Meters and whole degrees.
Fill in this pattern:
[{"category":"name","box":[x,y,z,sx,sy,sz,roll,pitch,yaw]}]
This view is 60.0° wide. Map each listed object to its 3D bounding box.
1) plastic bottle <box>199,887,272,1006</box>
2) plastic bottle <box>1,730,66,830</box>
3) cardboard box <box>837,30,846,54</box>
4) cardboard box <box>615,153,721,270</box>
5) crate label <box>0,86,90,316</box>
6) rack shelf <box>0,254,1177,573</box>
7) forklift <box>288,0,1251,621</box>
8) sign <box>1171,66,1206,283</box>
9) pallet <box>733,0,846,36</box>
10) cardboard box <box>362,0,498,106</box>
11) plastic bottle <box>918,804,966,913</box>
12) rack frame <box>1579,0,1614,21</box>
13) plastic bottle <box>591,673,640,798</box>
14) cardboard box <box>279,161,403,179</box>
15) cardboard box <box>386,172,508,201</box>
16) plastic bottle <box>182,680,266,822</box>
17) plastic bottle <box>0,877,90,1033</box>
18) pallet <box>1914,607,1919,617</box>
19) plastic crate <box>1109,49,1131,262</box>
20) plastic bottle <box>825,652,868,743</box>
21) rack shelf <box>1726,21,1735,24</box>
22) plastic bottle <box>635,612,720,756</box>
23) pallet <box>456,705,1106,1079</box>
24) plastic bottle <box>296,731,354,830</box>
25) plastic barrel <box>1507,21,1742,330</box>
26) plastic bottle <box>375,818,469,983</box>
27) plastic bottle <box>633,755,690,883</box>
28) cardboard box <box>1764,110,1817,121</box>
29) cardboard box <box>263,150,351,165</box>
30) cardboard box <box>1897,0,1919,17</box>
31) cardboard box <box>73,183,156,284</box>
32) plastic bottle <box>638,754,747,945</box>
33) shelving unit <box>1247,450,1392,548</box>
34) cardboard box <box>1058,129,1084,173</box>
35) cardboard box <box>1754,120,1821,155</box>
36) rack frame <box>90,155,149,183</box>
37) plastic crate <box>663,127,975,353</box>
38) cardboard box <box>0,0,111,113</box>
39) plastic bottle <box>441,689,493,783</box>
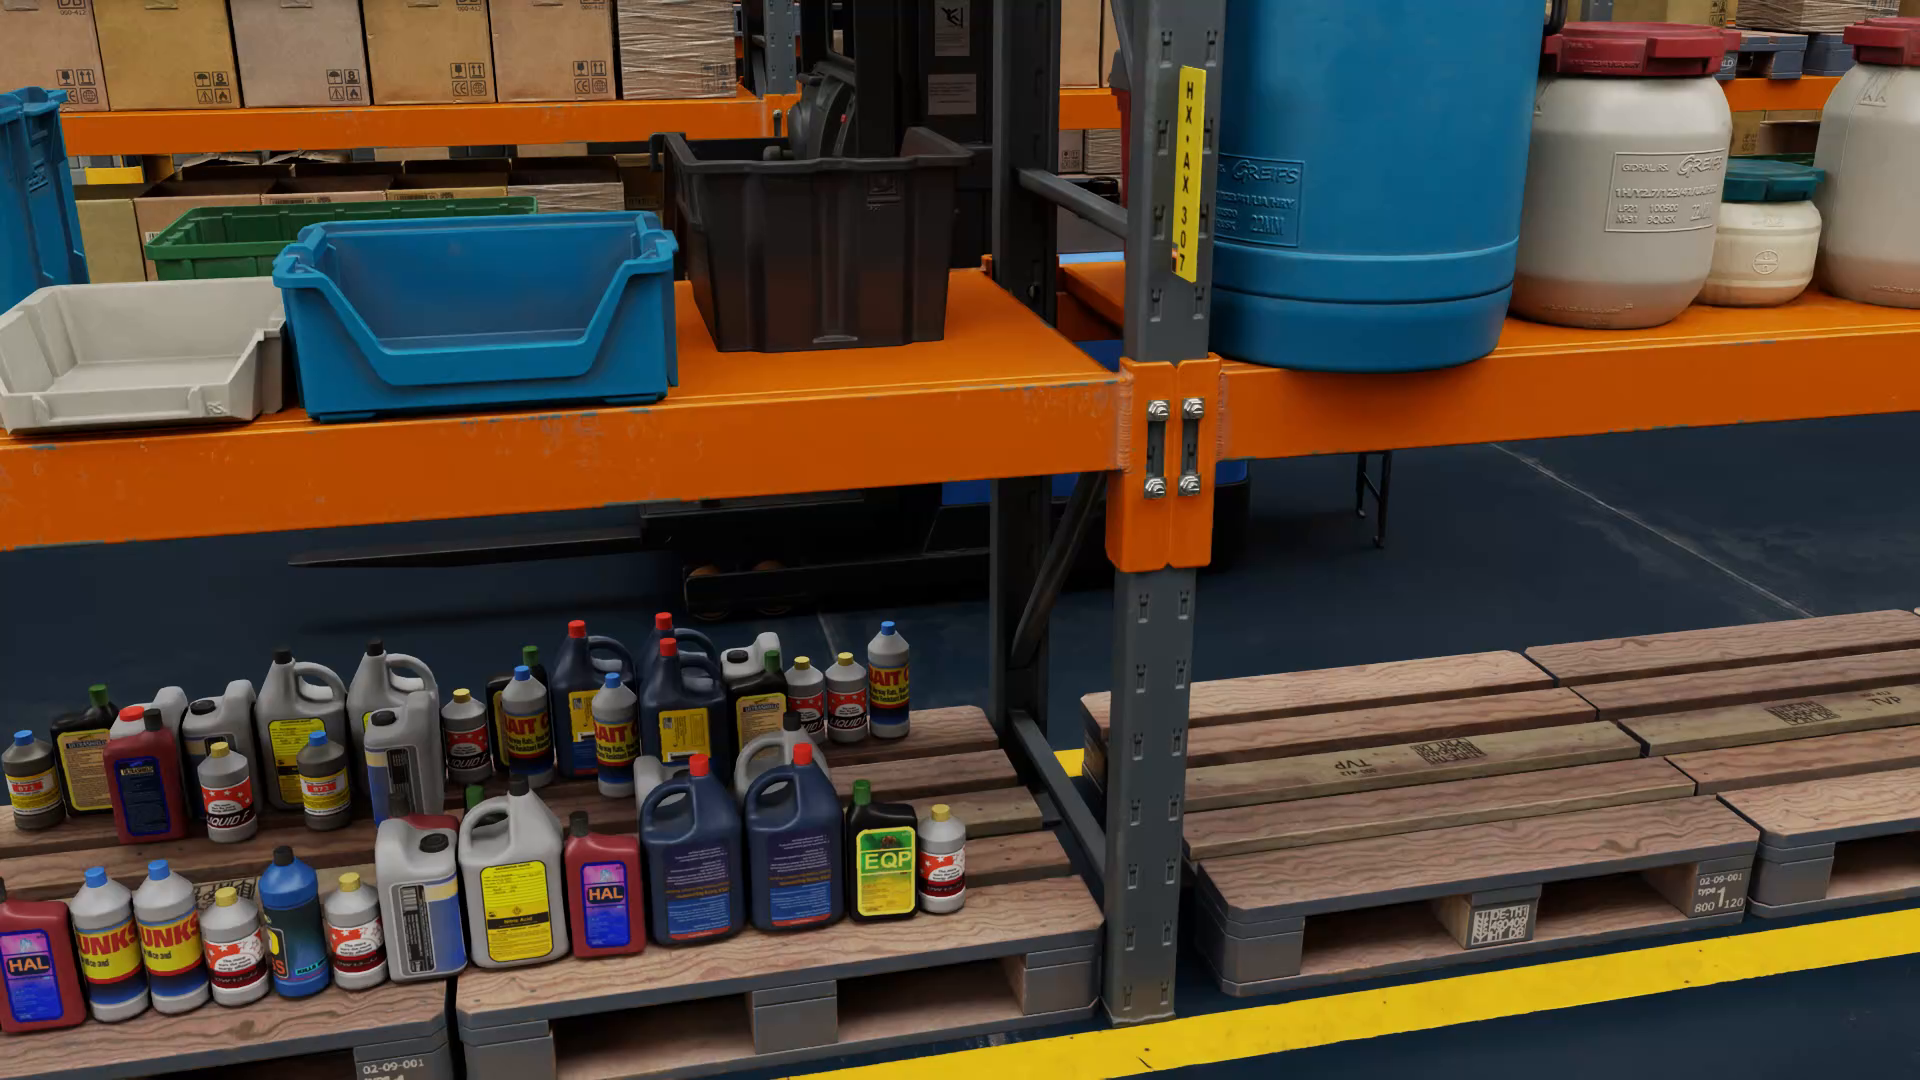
[{"category":"plastic bottle","box":[-1.285,0.710,2.943,0.097,0.201,0.097,0,20,0]},{"category":"plastic bottle","box":[-1.962,0.500,3.517,0.097,0.201,0.097,0,20,0]},{"category":"cardboard box","box":[-0.423,-2.273,7.877,0.500,0.250,0.500,-3,20,-9]},{"category":"cardboard box","box":[-1.415,-1.616,8.163,0.500,0.500,0.500,-5,21,-12]},{"category":"crate label","box":[-1.920,-0.568,2.952,0.616,0.435,0.502,-5,21,-12]},{"category":"rack shelf","box":[-1.702,-0.136,2.869,4.000,0.370,1.077,-5,21,-12]},{"category":"forklift","box":[-0.613,-1.326,5.174,3.031,2.935,1.130,-5,21,-12]},{"category":"sign","box":[0.360,-0.577,2.625,0.005,0.325,0.100,-5,21,-12]},{"category":"pallet","box":[-1.258,-3.870,12.296,1.213,0.211,1.003,-5,21,-12]},{"category":"cardboard box","box":[-2.323,-2.217,7.361,0.500,0.500,0.700,-4,21,-12]},{"category":"plastic bottle","box":[-0.037,0.609,3.220,0.097,0.201,0.097,0,20,0]},{"category":"rack frame","box":[3.001,-2.607,8.569,0.127,3.000,1.000,-5,21,-12]},{"category":"plastic bottle","box":[-0.750,0.420,3.635,0.097,0.271,0.097,0,20,0]},{"category":"cardboard box","box":[-2.875,-1.497,7.837,0.500,0.500,0.500,-5,21,-12]},{"category":"cardboard box","box":[-2.268,-1.362,7.468,0.500,0.500,0.500,-5,21,-12]},{"category":"plastic bottle","box":[-1.575,0.443,3.563,0.135,0.276,0.152,-5,21,-14]},{"category":"plastic bottle","box":[-1.588,0.703,2.844,0.133,0.283,0.061,-4,21,-12]},{"category":"pallet","box":[3.374,0.409,4.390,1.213,0.211,1.003,-5,21,-12]},{"category":"plastic crate","box":[0.645,-0.802,3.551,0.583,0.464,0.402,-5,21,-12]},{"category":"plastic bottle","box":[-0.266,0.362,3.893,0.097,0.201,0.097,0,20,0]},{"category":"rack shelf","box":[7.696,-4.401,14.515,4.000,0.370,1.077,-5,21,-12]},{"category":"plastic bottle","box":[-0.637,0.331,3.763,0.185,0.351,0.144,-4,21,-11]},{"category":"pallet","box":[-0.419,0.717,3.550,1.213,0.211,1.003,-5,21,-12]},{"category":"plastic bottle","box":[-1.345,0.501,3.515,0.097,0.201,0.097,0,20,0]},{"category":"plastic barrel","box":[1.226,-0.698,3.161,0.433,0.535,0.433,0,20,0]},{"category":"plastic bottle","box":[-0.976,0.640,3.025,0.135,0.276,0.152,-4,21,-11]},{"category":"plastic bottle","box":[-0.562,0.556,3.257,0.135,0.276,0.152,-5,21,-12]},{"category":"cardboard box","box":[6.991,-3.668,14.490,0.500,0.500,0.700,-5,21,-13]},{"category":"cardboard box","box":[-4.679,-2.645,11.944,0.500,0.311,0.500,-3,20,-8]},{"category":"cardboard box","box":[5.188,-3.007,8.906,0.500,0.500,0.700,-10,23,-26]},{"category":"cardboard box","box":[-3.725,-1.240,7.135,0.500,0.500,0.500,-5,21,-12]},{"category":"plastic bottle","box":[-0.503,0.568,3.114,0.185,0.351,0.144,-6,21,-15]},{"category":"shelving unit","box":[1.215,-1.031,5.573,0.503,2.100,0.431,0,20,1]},{"category":"cardboard box","box":[0.640,-3.221,13.241,0.500,0.500,0.700,-5,21,-13]},{"category":"cardboard box","box":[4.905,-2.232,9.452,0.500,0.250,0.500,-5,21,-14]},{"category":"rack frame","box":[-5.928,-3.631,11.366,0.127,3.000,1.000,-5,21,-12]},{"category":"plastic crate","box":[-0.295,-0.604,3.192,0.504,0.338,0.767,-5,21,-12]},{"category":"cardboard box","box":[-3.817,-2.096,7.031,0.500,0.500,0.700,-4,21,-11]},{"category":"plastic bottle","box":[-1.101,0.430,3.708,0.097,0.201,0.097,0,20,0]}]
